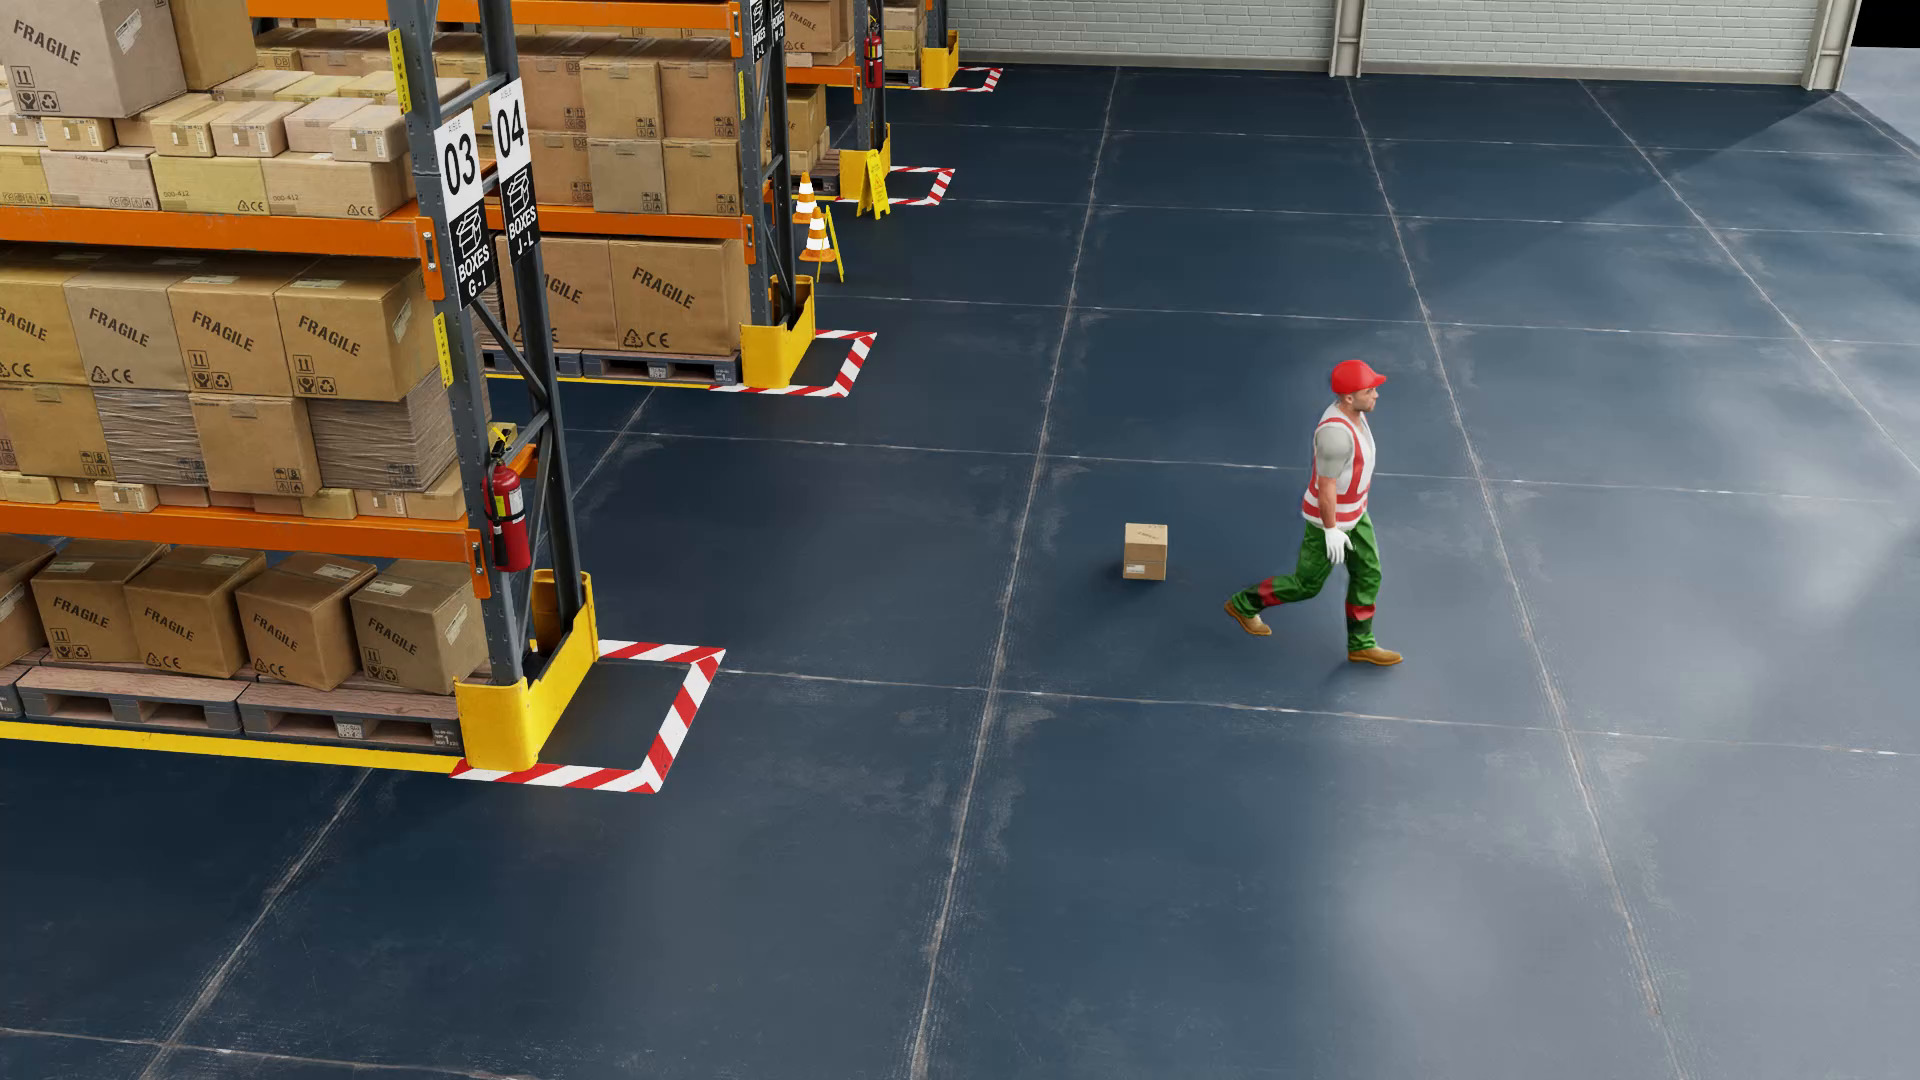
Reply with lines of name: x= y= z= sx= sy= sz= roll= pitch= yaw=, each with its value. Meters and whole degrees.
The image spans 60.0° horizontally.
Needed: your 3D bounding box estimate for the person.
person: x=1.958 y=-0.146 z=8.875 sx=0.990 sy=1.758 sz=0.533 roll=15 pitch=31 yaw=25
